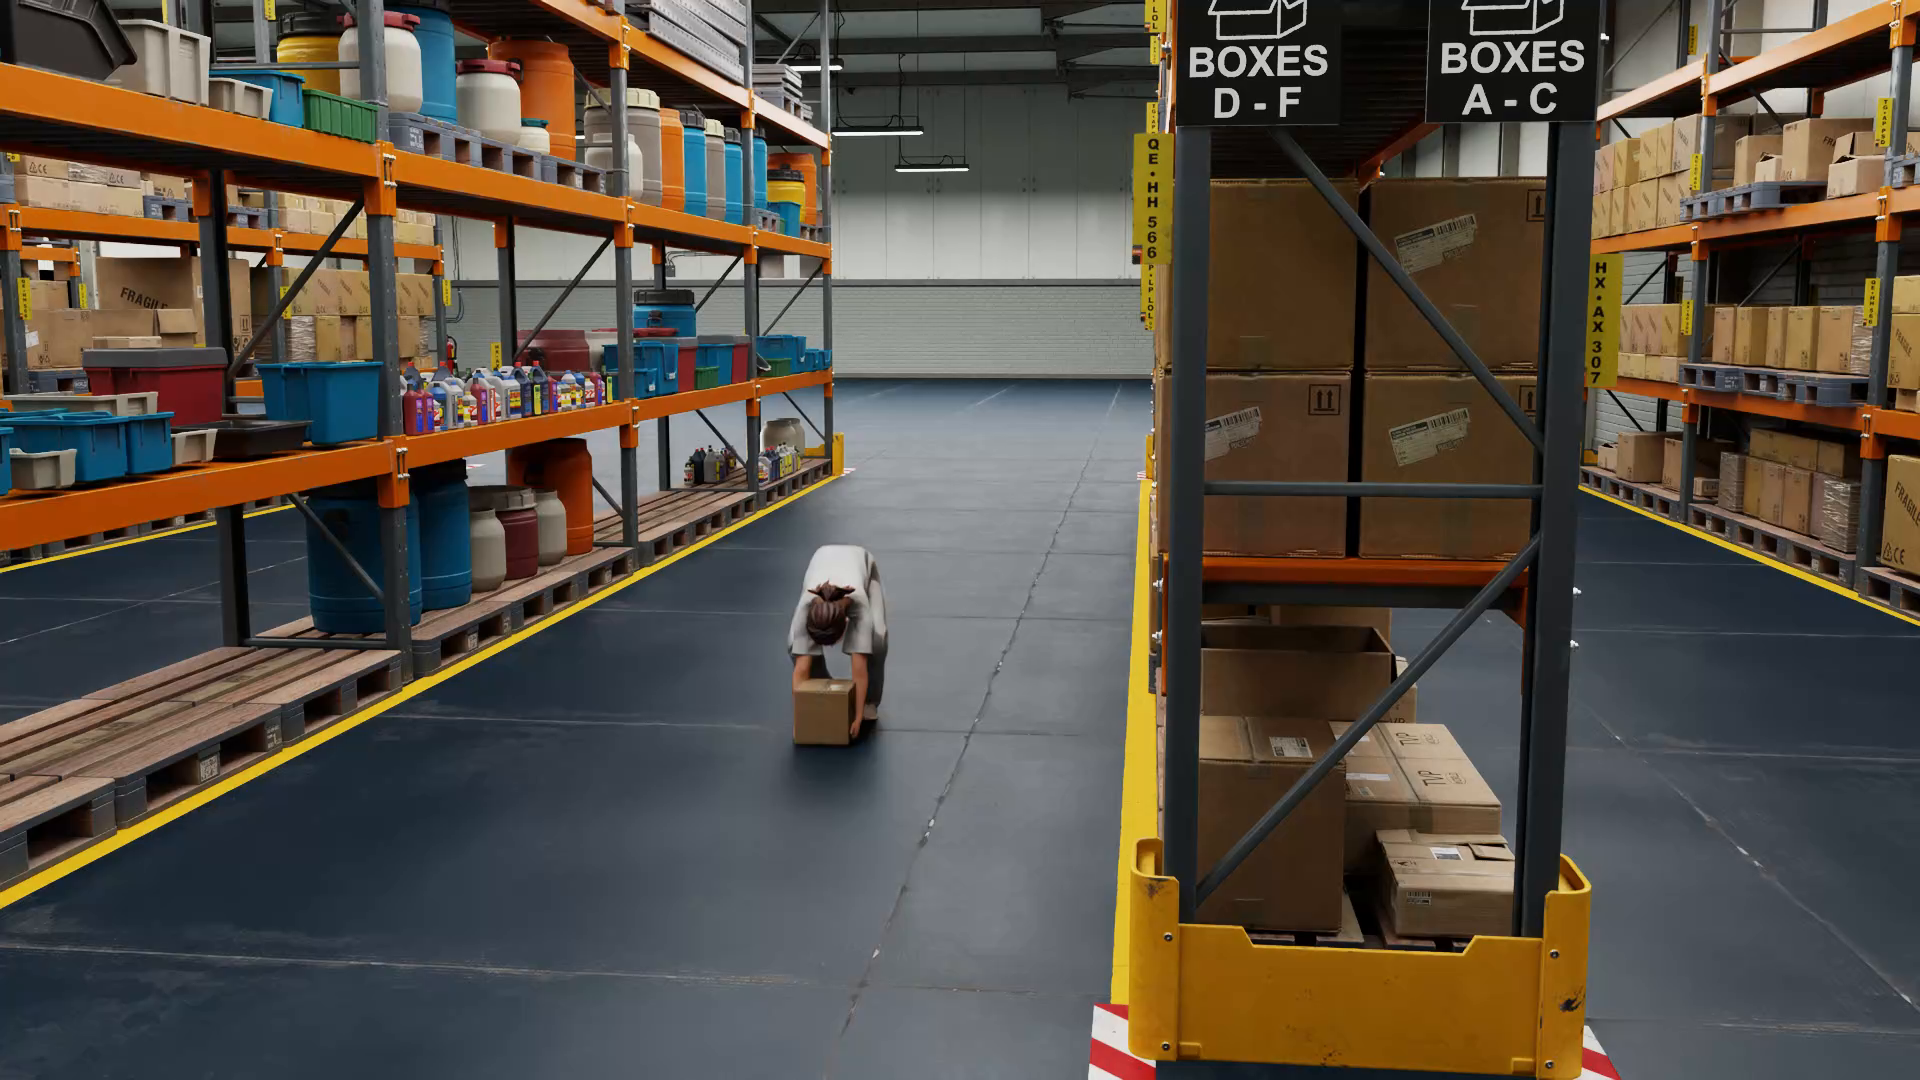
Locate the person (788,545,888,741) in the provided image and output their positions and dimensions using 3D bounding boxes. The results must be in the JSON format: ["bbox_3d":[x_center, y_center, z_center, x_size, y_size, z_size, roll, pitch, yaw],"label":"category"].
[{"bbox_3d":[-0.581,0.474,7.927,0.478,0.844,0.854,0,8,4],"label":"person"}]
